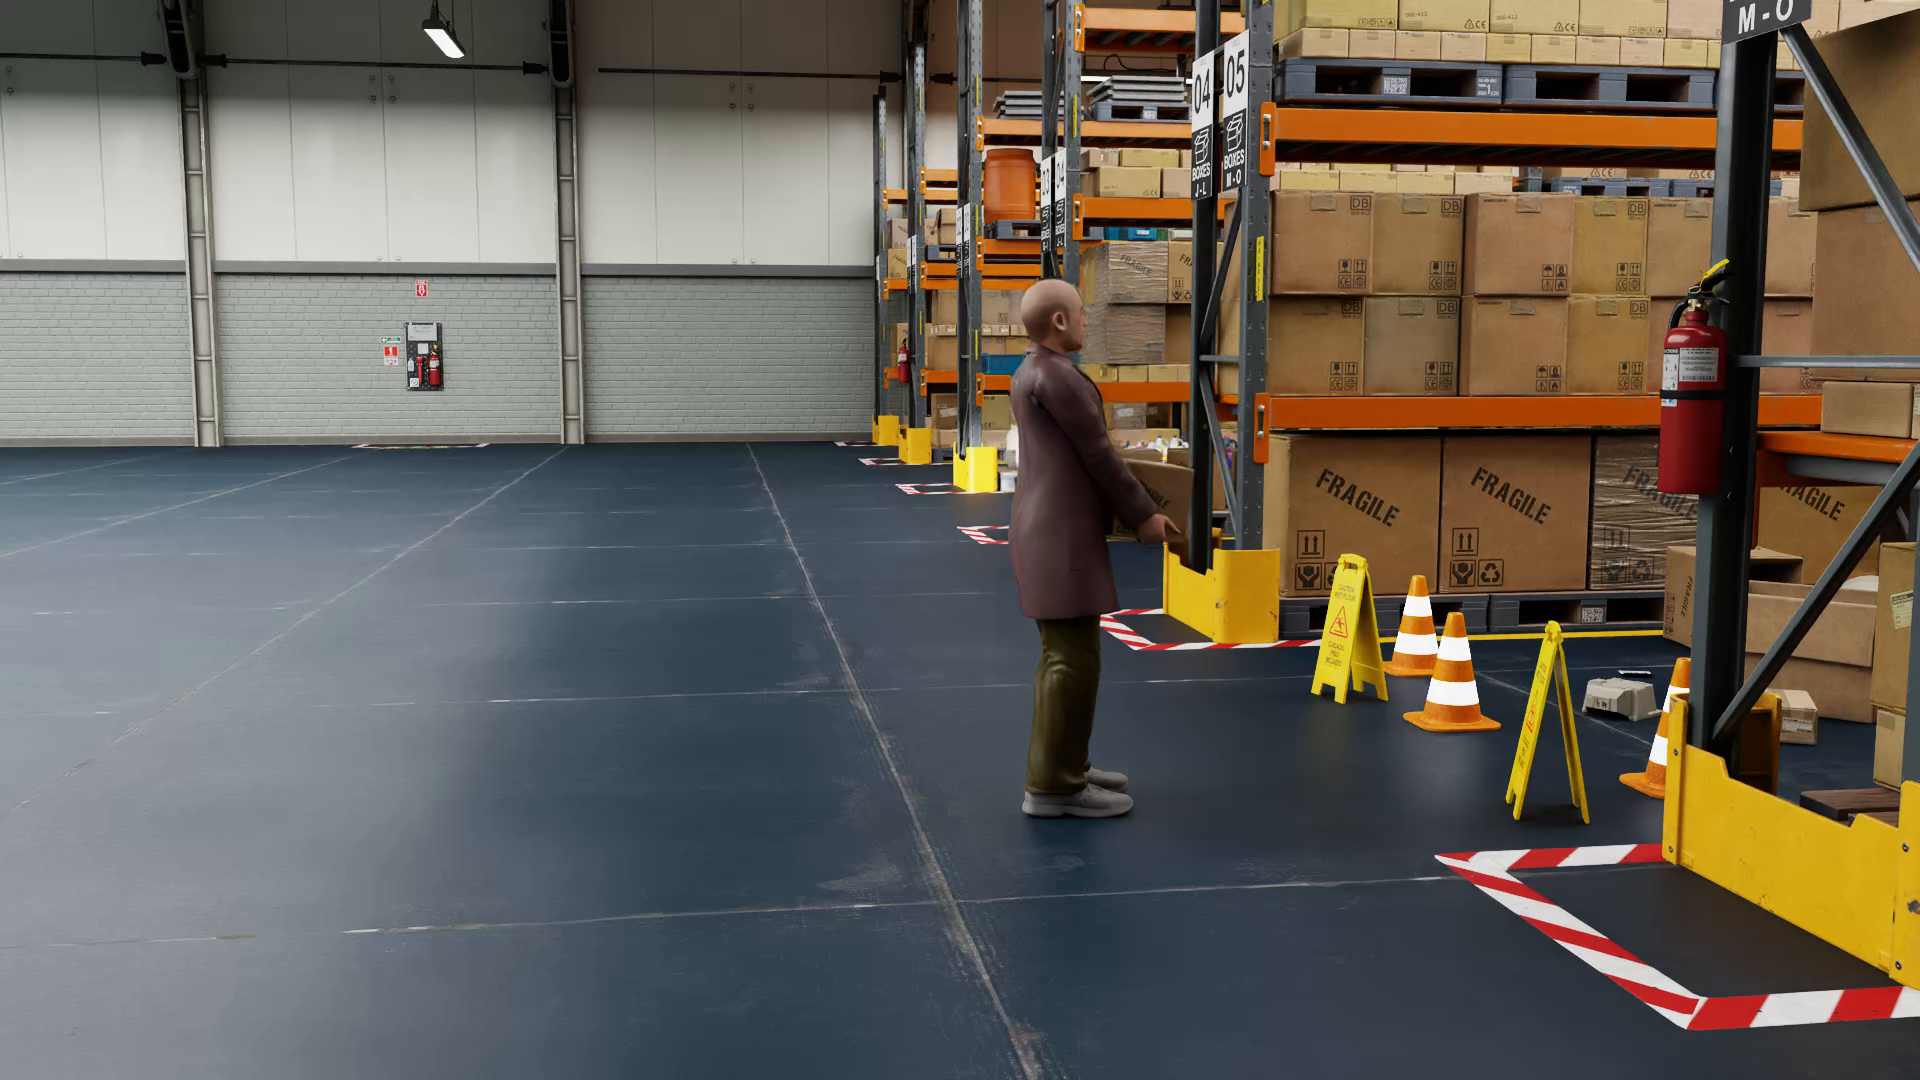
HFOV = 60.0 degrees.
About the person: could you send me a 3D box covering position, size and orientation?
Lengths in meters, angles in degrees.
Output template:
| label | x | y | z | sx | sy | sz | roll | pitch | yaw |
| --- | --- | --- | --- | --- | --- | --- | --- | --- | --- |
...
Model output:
| label | x | y | z | sx | sy | sz | roll | pitch | yaw |
| --- | --- | --- | --- | --- | --- | --- | --- | --- | --- |
| person | 0.438 | 0.020 | 5.608 | 0.548 | 1.779 | 0.525 | -1 | 6 | -9 |
